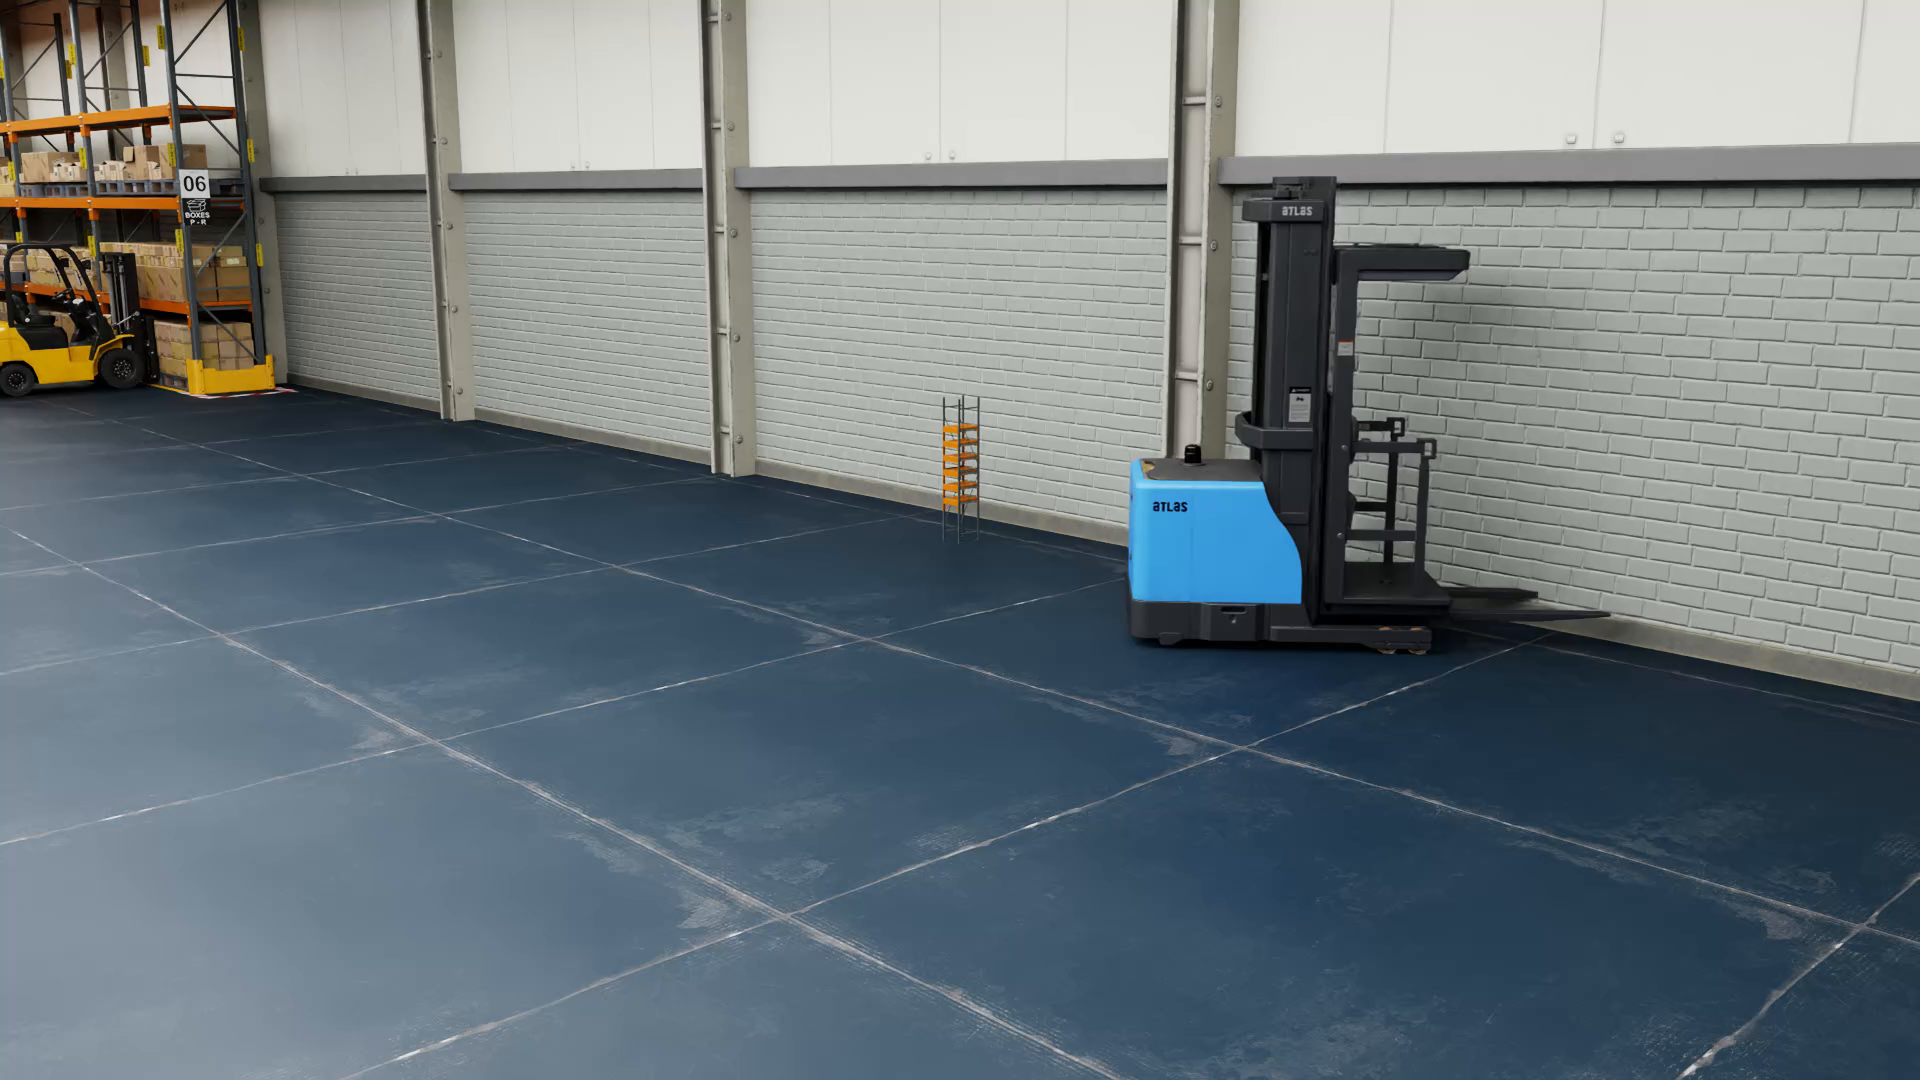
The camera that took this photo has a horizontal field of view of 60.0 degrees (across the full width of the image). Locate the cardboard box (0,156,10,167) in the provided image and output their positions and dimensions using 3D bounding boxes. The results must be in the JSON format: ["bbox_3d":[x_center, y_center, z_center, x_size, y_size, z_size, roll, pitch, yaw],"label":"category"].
[{"bbox_3d":[-18.621,-7.319,32.141,0.396,0.266,0.258,-11,16,-43],"label":"cardboard box"}]

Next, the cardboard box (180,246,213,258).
[{"bbox_3d":[-11.201,-4.223,24.383,0.380,0.149,0.250,-11,16,-42],"label":"cardboard box"}]

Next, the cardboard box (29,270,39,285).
[{"bbox_3d":[-16.196,-4.683,29.580,0.500,0.250,0.500,-11,16,-42],"label":"cardboard box"}]

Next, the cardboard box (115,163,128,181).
[{"bbox_3d":[-12.758,-5.671,25.612,0.258,0.266,0.396,11,16,44],"label":"cardboard box"}]

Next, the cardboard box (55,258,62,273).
[{"bbox_3d":[-15.132,-4.705,28.446,0.500,0.250,0.500,-11,16,-42],"label":"cardboard box"}]

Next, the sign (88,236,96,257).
[{"bbox_3d":[-13.949,-4.723,26.728,0.100,0.325,0.005,-11,16,-43],"label":"sign"}]

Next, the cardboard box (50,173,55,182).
[{"bbox_3d":[-15.075,-6.103,28.001,0.380,0.149,0.250,-11,16,-43],"label":"cardboard box"}]

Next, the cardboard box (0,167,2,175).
[{"bbox_3d":[-17.497,-6.754,30.472,0.380,0.149,0.250,-11,16,-44],"label":"cardboard box"}]

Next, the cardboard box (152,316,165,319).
[{"bbox_3d":[-12.759,-3.359,26.076,0.500,0.250,0.500,-10,15,-41],"label":"cardboard box"}]

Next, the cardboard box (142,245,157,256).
[{"bbox_3d":[-12.155,-4.395,25.219,0.380,0.149,0.250,-10,16,-41],"label":"cardboard box"}]

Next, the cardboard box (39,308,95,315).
[{"bbox_3d":[-15.905,-3.805,29.790,0.875,0.625,0.625,-10,15,-41],"label":"cardboard box"}]

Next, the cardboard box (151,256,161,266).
[{"bbox_3d":[-11.958,-4.216,25.084,0.250,0.149,0.380,11,16,43],"label":"cardboard box"}]

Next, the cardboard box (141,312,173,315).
[{"bbox_3d":[-13.084,-3.575,27.127,0.500,0.250,0.500,-10,16,-41],"label":"cardboard box"}]

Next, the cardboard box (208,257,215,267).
[{"bbox_3d":[-11.064,-4.167,24.849,0.380,0.149,0.250,-11,16,-43],"label":"cardboard box"}]

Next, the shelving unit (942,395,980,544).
[{"bbox_3d":[0.010,-0.586,13.780,0.258,1.200,0.189,-11,16,-43],"label":"shelving unit"}]

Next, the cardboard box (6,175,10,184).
[{"bbox_3d":[-17.073,-6.547,30.205,0.380,0.149,0.250,-10,16,-41],"label":"cardboard box"}]

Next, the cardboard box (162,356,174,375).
[{"bbox_3d":[-11.691,-2.645,25.090,0.500,0.250,0.500,-11,16,-43],"label":"cardboard box"}]

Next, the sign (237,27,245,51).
[{"bbox_3d":[-10.395,-7.237,24.033,0.100,0.325,0.005,-11,16,-43],"label":"sign"}]

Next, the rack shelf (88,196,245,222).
[{"bbox_3d":[-12.182,-5.096,25.564,1.077,0.370,4.000,-11,16,-43],"label":"rack shelf"}]

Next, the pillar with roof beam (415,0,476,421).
[{"bbox_3d":[-9.600,-5.378,17.713,9.100,9.000,0.400,-11,16,-43],"label":"pillar with roof beam"}]

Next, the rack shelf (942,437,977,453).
[{"bbox_3d":[0.010,-0.777,13.741,0.258,0.103,0.180,-11,16,-43],"label":"rack shelf"}]

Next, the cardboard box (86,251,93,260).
[{"bbox_3d":[-14.151,-4.692,27.398,0.380,0.149,0.250,-11,16,-43],"label":"cardboard box"}]

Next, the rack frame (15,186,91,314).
[{"bbox_3d":[-16.326,-4.855,30.044,1.000,3.000,0.127,-11,16,-43],"label":"rack frame"}]

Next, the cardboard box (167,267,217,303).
[{"bbox_3d":[-11.331,-3.772,24.538,0.500,0.500,0.500,-11,16,-44],"label":"cardboard box"}]

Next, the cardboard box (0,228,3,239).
[{"bbox_3d":[-19.924,-6.133,34.022,0.500,0.500,0.500,11,16,44],"label":"cardboard box"}]

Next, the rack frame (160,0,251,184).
[{"bbox_3d":[-10.801,-6.626,23.772,1.000,3.000,0.127,-11,16,-43],"label":"rack frame"}]

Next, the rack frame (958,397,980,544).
[{"bbox_3d":[0.073,-0.572,13.715,0.240,1.200,0.006,-11,16,-43],"label":"rack frame"}]

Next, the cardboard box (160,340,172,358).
[{"bbox_3d":[-11.702,-2.894,25.058,0.500,0.250,0.500,-11,16,-43],"label":"cardboard box"}]

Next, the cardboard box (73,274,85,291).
[{"bbox_3d":[-14.452,-4.308,27.758,0.500,0.250,0.500,-11,16,-43],"label":"cardboard box"}]

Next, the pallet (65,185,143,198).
[{"bbox_3d":[-14.182,-5.774,27.543,1.217,0.209,0.805,11,16,43],"label":"pallet"}]

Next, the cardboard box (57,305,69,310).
[{"bbox_3d":[-16.461,-4.274,30.769,0.380,0.149,0.250,-10,15,-40],"label":"cardboard box"}]

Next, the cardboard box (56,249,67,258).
[{"bbox_3d":[-15.103,-4.867,28.248,0.250,0.149,0.380,11,16,44],"label":"cardboard box"}]

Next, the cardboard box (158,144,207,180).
[{"bbox_3d":[-11.283,-5.491,24.161,0.500,0.500,0.500,-10,15,-41],"label":"cardboard box"}]

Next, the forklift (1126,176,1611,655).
[{"bbox_3d":[2.626,-0.829,10.670,3.031,2.935,1.130,1,12,4],"label":"forklift"}]

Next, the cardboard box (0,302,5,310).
[{"bbox_3d":[-18.086,-4.467,31.706,0.380,0.149,0.250,-10,15,-41],"label":"cardboard box"}]

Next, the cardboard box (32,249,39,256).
[{"bbox_3d":[-16.133,-5.096,29.355,0.380,0.149,0.250,-10,16,-41],"label":"cardboard box"}]

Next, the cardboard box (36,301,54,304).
[{"bbox_3d":[-17.392,-4.455,31.649,0.380,0.149,0.250,-11,16,-42],"label":"cardboard box"}]

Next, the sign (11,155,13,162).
[{"bbox_3d":[-18.689,-7.432,32.861,0.100,0.325,0.005,-11,16,-43],"label":"sign"}]

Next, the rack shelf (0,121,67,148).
[{"bbox_3d":[-17.707,-7.537,30.969,1.077,0.370,4.000,-11,16,-43],"label":"rack shelf"}]

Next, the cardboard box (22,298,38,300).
[{"bbox_3d":[-18.266,-4.653,32.607,0.380,0.149,0.250,-11,16,-42],"label":"cardboard box"}]

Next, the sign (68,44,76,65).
[{"bbox_3d":[-13.948,-7.629,26.128,0.100,0.325,0.005,-11,16,-43],"label":"sign"}]

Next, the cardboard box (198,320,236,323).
[{"bbox_3d":[-11.344,-3.205,25.331,0.500,0.250,0.500,-11,16,-42],"label":"cardboard box"}]

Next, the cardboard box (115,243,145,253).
[{"bbox_3d":[-13.026,-4.583,26.128,0.380,0.149,0.250,-10,16,-41],"label":"cardboard box"}]

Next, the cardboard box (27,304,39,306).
[{"bbox_3d":[-17.211,-4.271,30.756,0.250,0.149,0.380,11,16,43],"label":"cardboard box"}]
